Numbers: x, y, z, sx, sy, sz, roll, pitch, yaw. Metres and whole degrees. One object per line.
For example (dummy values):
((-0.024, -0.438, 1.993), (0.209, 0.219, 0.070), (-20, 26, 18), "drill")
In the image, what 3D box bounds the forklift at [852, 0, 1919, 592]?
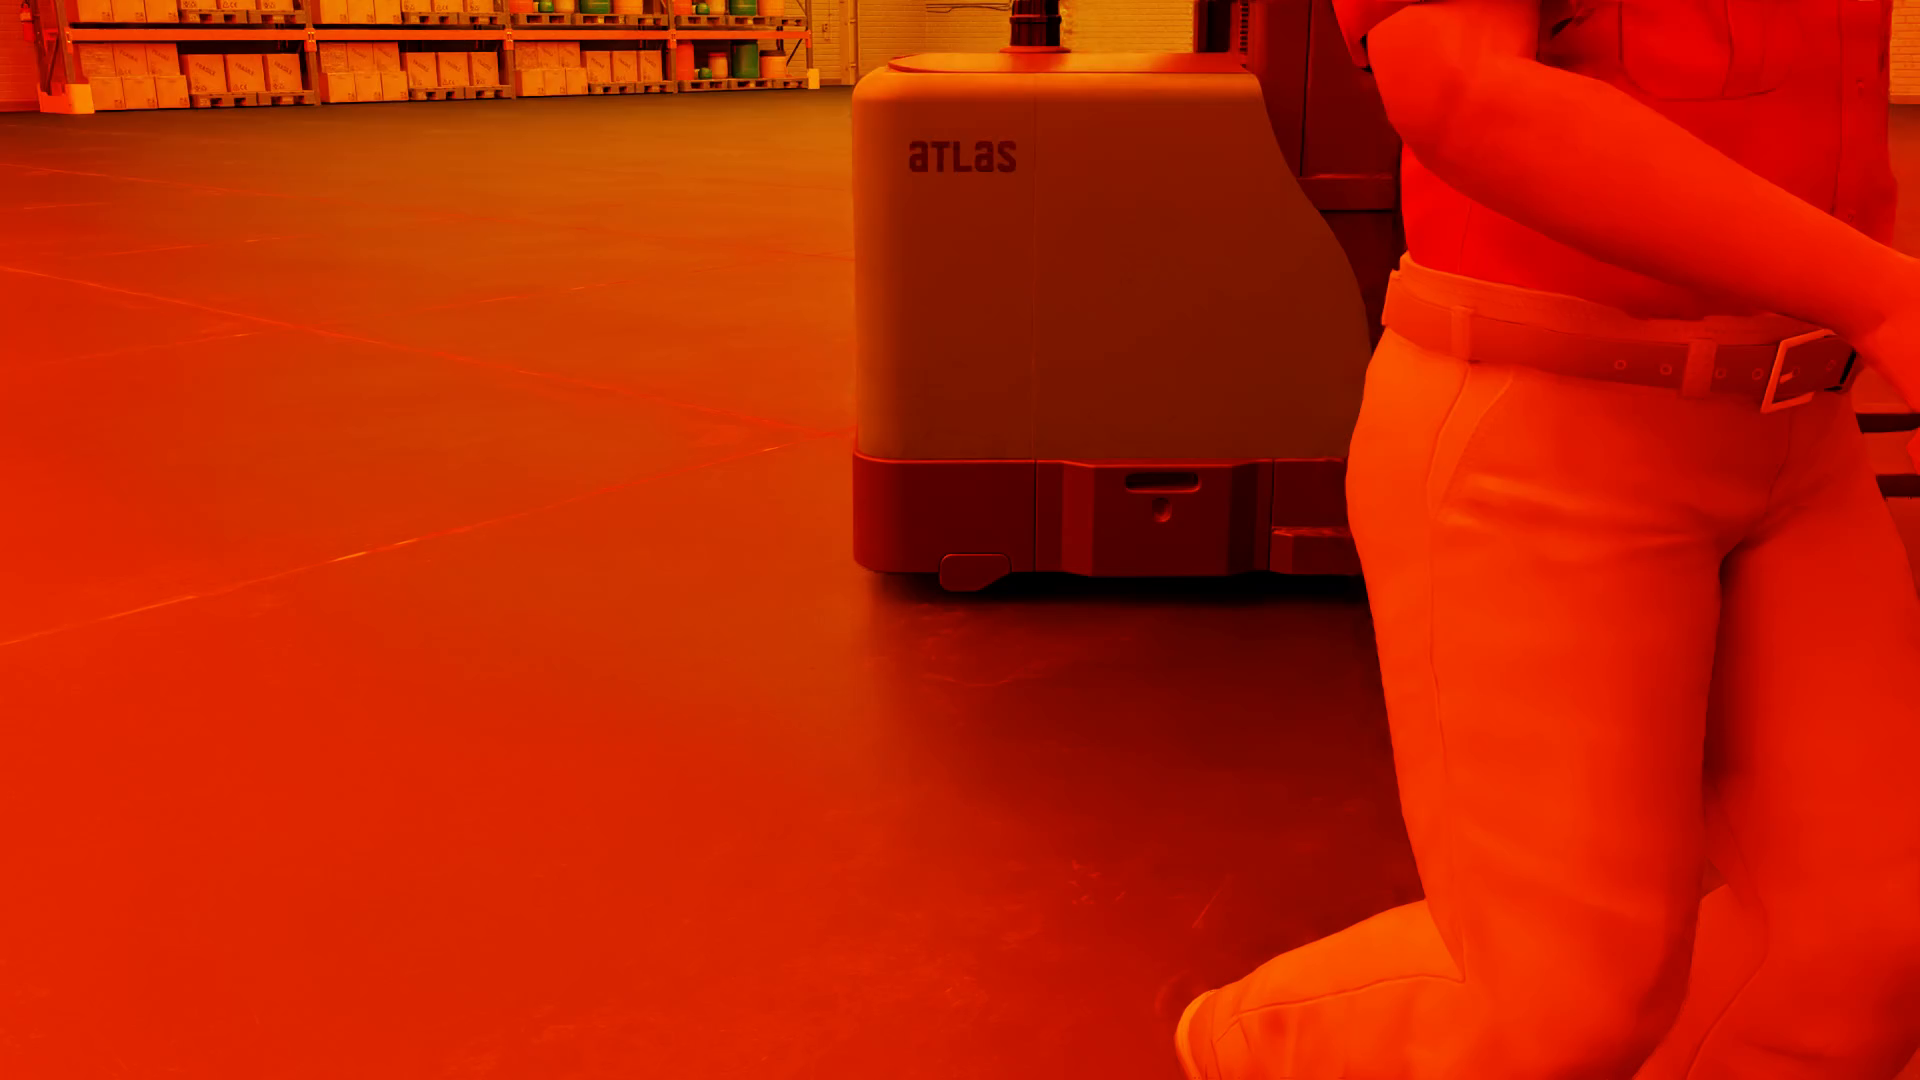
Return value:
((1.282, -1.423, 3.585), (3.031, 2.935, 1.130), (0, 17, -1), "forklift")

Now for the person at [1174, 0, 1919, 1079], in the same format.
((0.550, -0.067, 1.310), (0.699, 1.673, 0.634), (-9, 19, -27), "person")
